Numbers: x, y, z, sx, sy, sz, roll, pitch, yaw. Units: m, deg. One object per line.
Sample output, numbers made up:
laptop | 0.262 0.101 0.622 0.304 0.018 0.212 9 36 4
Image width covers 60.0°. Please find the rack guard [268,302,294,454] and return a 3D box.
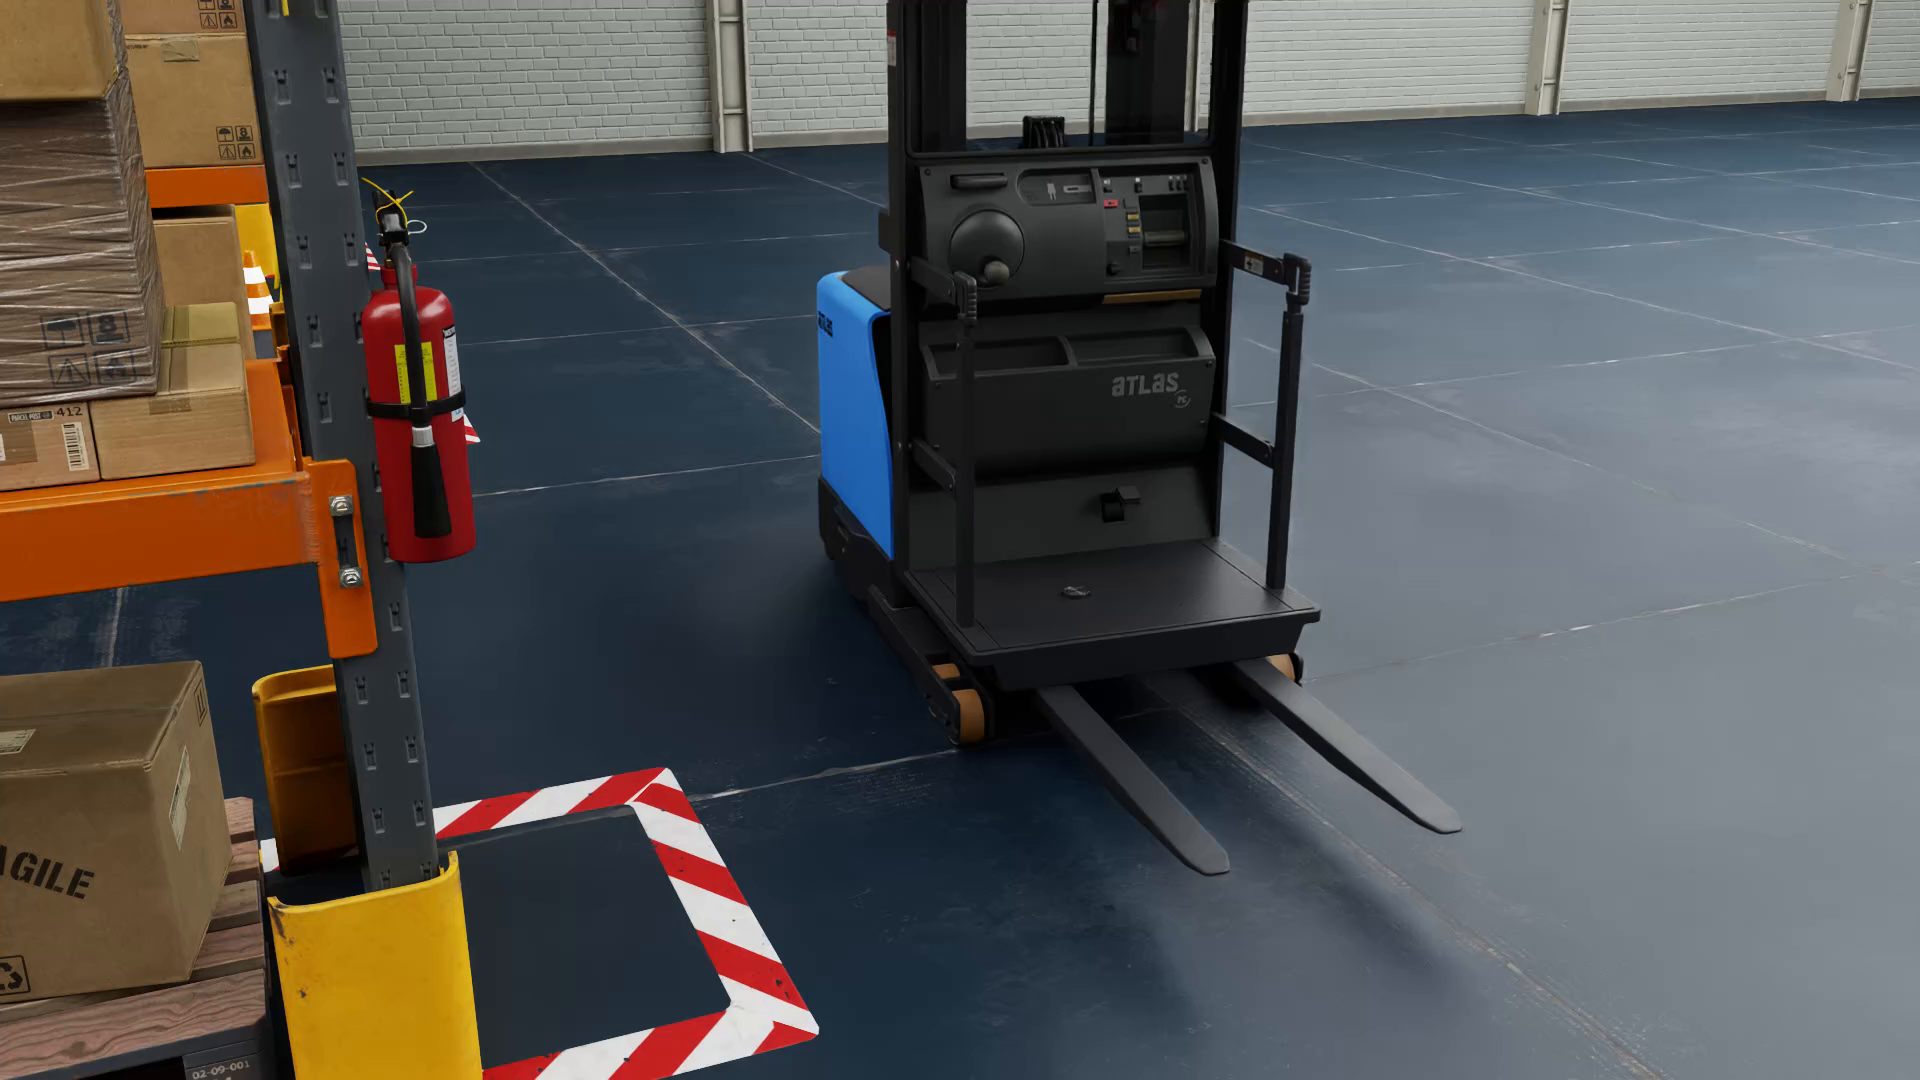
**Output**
rack guard | -3.122 -0.813 8.078 0.348 0.500 1.175 -8 21 -22

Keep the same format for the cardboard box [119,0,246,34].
cardboard box | -3.500 -2.532 7.344 0.550 0.550 0.875 -8 21 -22

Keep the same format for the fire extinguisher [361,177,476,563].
fire extinguisher | -0.984 -0.301 2.977 0.183 0.674 0.296 -8 21 -22

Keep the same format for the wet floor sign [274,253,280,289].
wet floor sign | -4.599 -2.073 11.438 0.232 0.644 0.267 -1 19 -3

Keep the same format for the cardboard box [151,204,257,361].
cardboard box | -3.740 -1.075 7.626 0.875 0.875 0.875 -8 21 -22

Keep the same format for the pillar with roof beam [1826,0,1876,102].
pillar with roof beam | 15.579 -9.855 20.963 0.400 9.000 9.100 -8 21 -22

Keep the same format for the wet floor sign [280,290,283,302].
wet floor sign | -3.902 -1.486 9.770 0.232 0.644 0.267 -12 23 -31

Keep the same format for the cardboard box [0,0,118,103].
cardboard box | -1.679 -0.974 2.668 0.500 0.500 0.500 -8 21 -22

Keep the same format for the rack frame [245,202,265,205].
rack frame | -5.197 -3.485 11.903 0.127 3.000 1.000 -8 21 -22

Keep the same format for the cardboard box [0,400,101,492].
cardboard box | -1.682 -0.211 2.984 0.250 0.149 0.380 -8 21 -22

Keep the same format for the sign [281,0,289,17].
sign | -1.071 -0.986 2.587 0.005 0.325 0.100 -8 21 -22

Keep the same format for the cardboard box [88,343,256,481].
cardboard box | -1.452 -0.244 3.077 0.250 0.149 0.380 -8 21 -22

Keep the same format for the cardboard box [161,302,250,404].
cardboard box | -1.628 -0.380 3.462 0.250 0.149 0.380 -8 21 -22

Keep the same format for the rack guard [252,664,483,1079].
rack guard | -1.342 0.726 3.707 0.348 0.500 1.175 -8 21 -22

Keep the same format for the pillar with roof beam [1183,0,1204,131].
pillar with roof beam | 4.560 -8.277 16.480 0.400 9.000 9.100 -8 21 -22

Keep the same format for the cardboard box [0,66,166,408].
cardboard box | -1.788 -0.586 3.072 0.500 0.500 0.875 -8 21 -22

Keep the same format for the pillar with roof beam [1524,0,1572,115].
pillar with roof beam | 10.070 -9.066 18.721 0.400 9.000 9.100 -8 21 -22

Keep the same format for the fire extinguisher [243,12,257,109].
fire extinguisher | -4.910 -3.323 11.560 0.183 0.674 0.296 -8 21 -22

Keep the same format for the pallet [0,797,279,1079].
pallet | -2.102 0.959 3.482 1.213 0.211 1.003 -8 21 -22

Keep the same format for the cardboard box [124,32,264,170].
cardboard box | -3.467 -1.997 7.451 0.550 0.550 0.875 -8 21 -22

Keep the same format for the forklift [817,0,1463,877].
forklift | 0.402 -0.935 4.765 1.130 2.935 3.031 -6 20 -17

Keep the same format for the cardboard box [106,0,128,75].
cardboard box | -1.885 -1.133 3.119 0.500 0.500 0.500 -8 21 -22

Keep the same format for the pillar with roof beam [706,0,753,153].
pillar with roof beam | -0.949 -7.488 14.238 0.400 9.000 9.100 -8 21 -22

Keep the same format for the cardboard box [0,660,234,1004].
cardboard box | -1.852 0.595 3.447 0.500 0.500 0.500 -4 20 -12

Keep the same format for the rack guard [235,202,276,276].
rack guard | -5.267 -2.296 12.290 0.348 0.500 1.175 -8 21 -22

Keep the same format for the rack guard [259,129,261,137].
rack guard | -7.145 -3.822 16.625 0.348 0.500 1.175 -8 21 -22

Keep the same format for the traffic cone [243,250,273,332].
traffic cone | -4.329 -1.545 10.212 0.334 0.463 0.336 -8 21 -22

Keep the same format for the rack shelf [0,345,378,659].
rack shelf | -3.108 0.140 2.692 4.000 0.370 1.077 -8 21 -22

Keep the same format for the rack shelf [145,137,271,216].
rack shelf | -4.980 -1.386 7.026 4.000 0.370 1.077 -8 21 -22

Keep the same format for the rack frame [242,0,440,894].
rack frame | -1.272 -0.463 3.320 0.127 3.000 1.000 -8 21 -22
